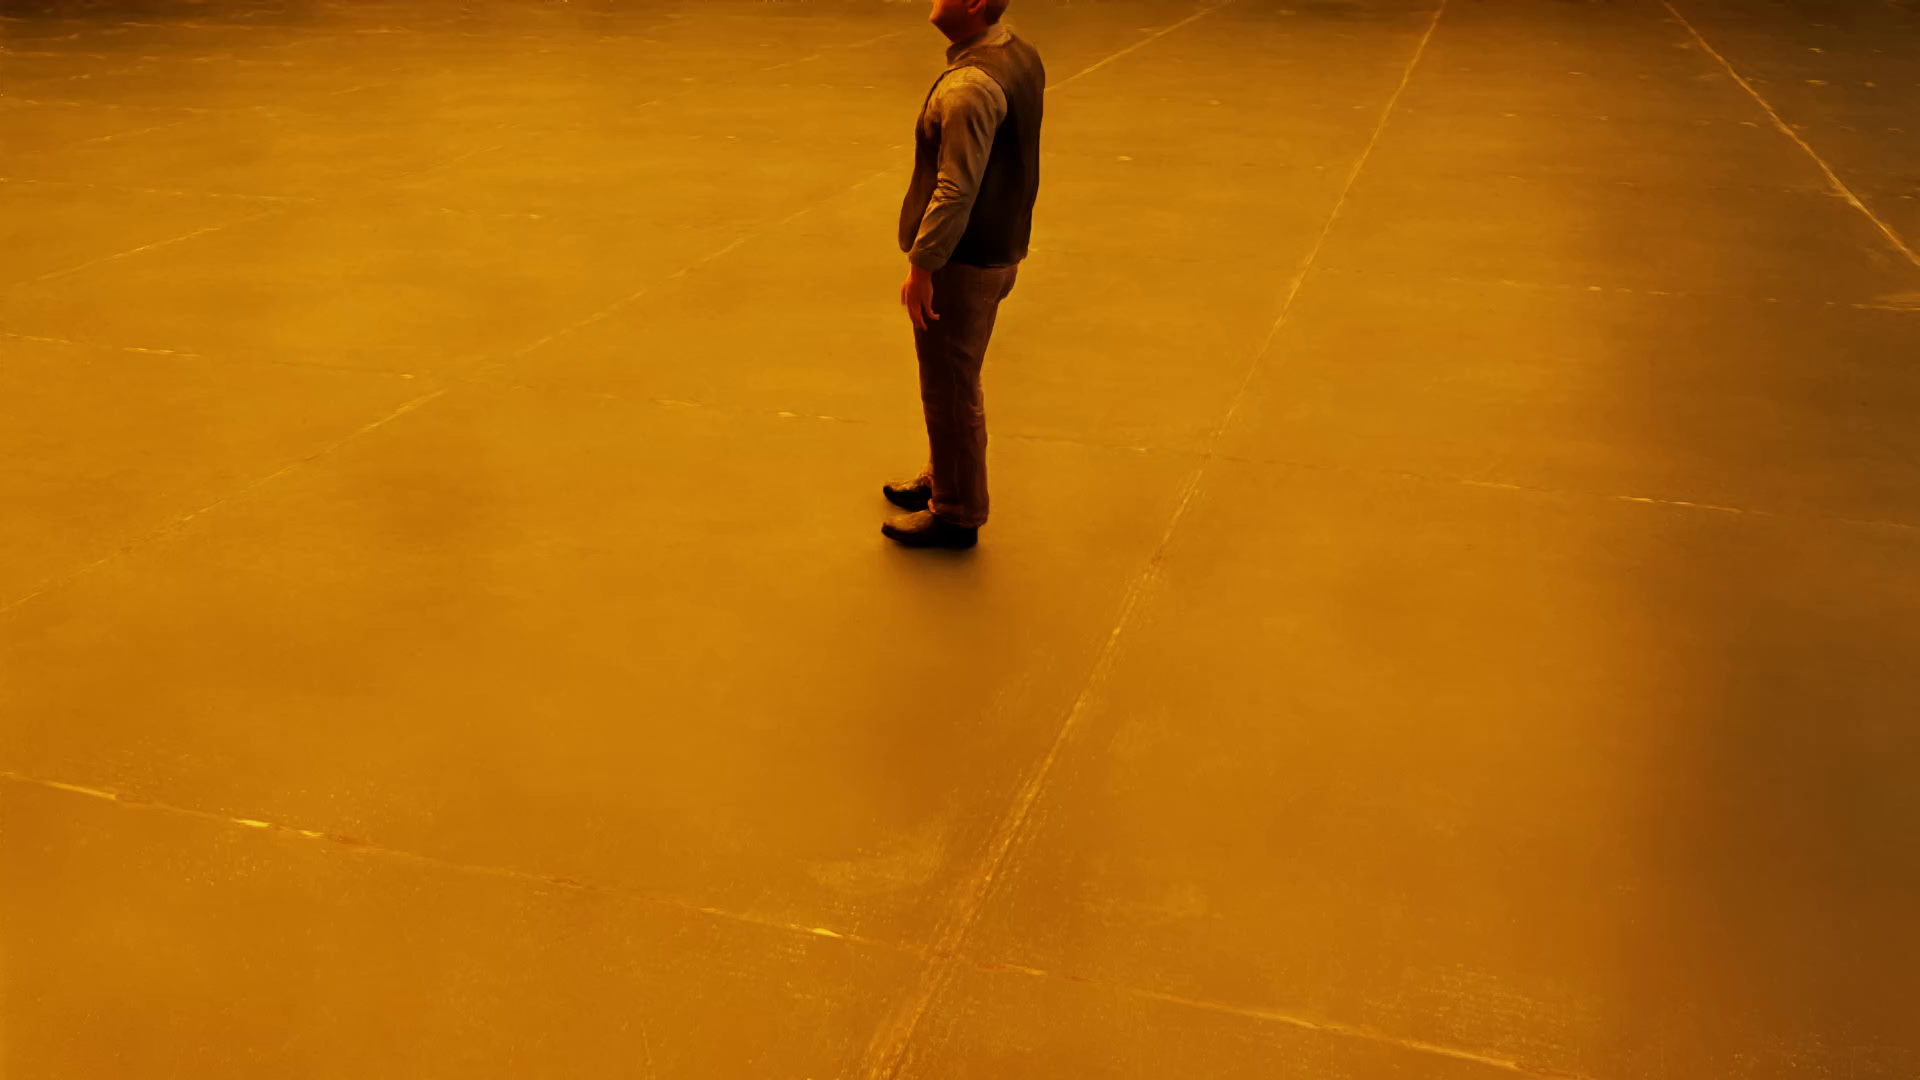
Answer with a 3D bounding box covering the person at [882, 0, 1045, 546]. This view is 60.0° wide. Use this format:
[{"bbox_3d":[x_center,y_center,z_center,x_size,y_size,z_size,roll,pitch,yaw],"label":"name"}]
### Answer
[{"bbox_3d":[-0.057,-0.812,4.814,0.567,1.720,0.632,7,23,16],"label":"person"}]
